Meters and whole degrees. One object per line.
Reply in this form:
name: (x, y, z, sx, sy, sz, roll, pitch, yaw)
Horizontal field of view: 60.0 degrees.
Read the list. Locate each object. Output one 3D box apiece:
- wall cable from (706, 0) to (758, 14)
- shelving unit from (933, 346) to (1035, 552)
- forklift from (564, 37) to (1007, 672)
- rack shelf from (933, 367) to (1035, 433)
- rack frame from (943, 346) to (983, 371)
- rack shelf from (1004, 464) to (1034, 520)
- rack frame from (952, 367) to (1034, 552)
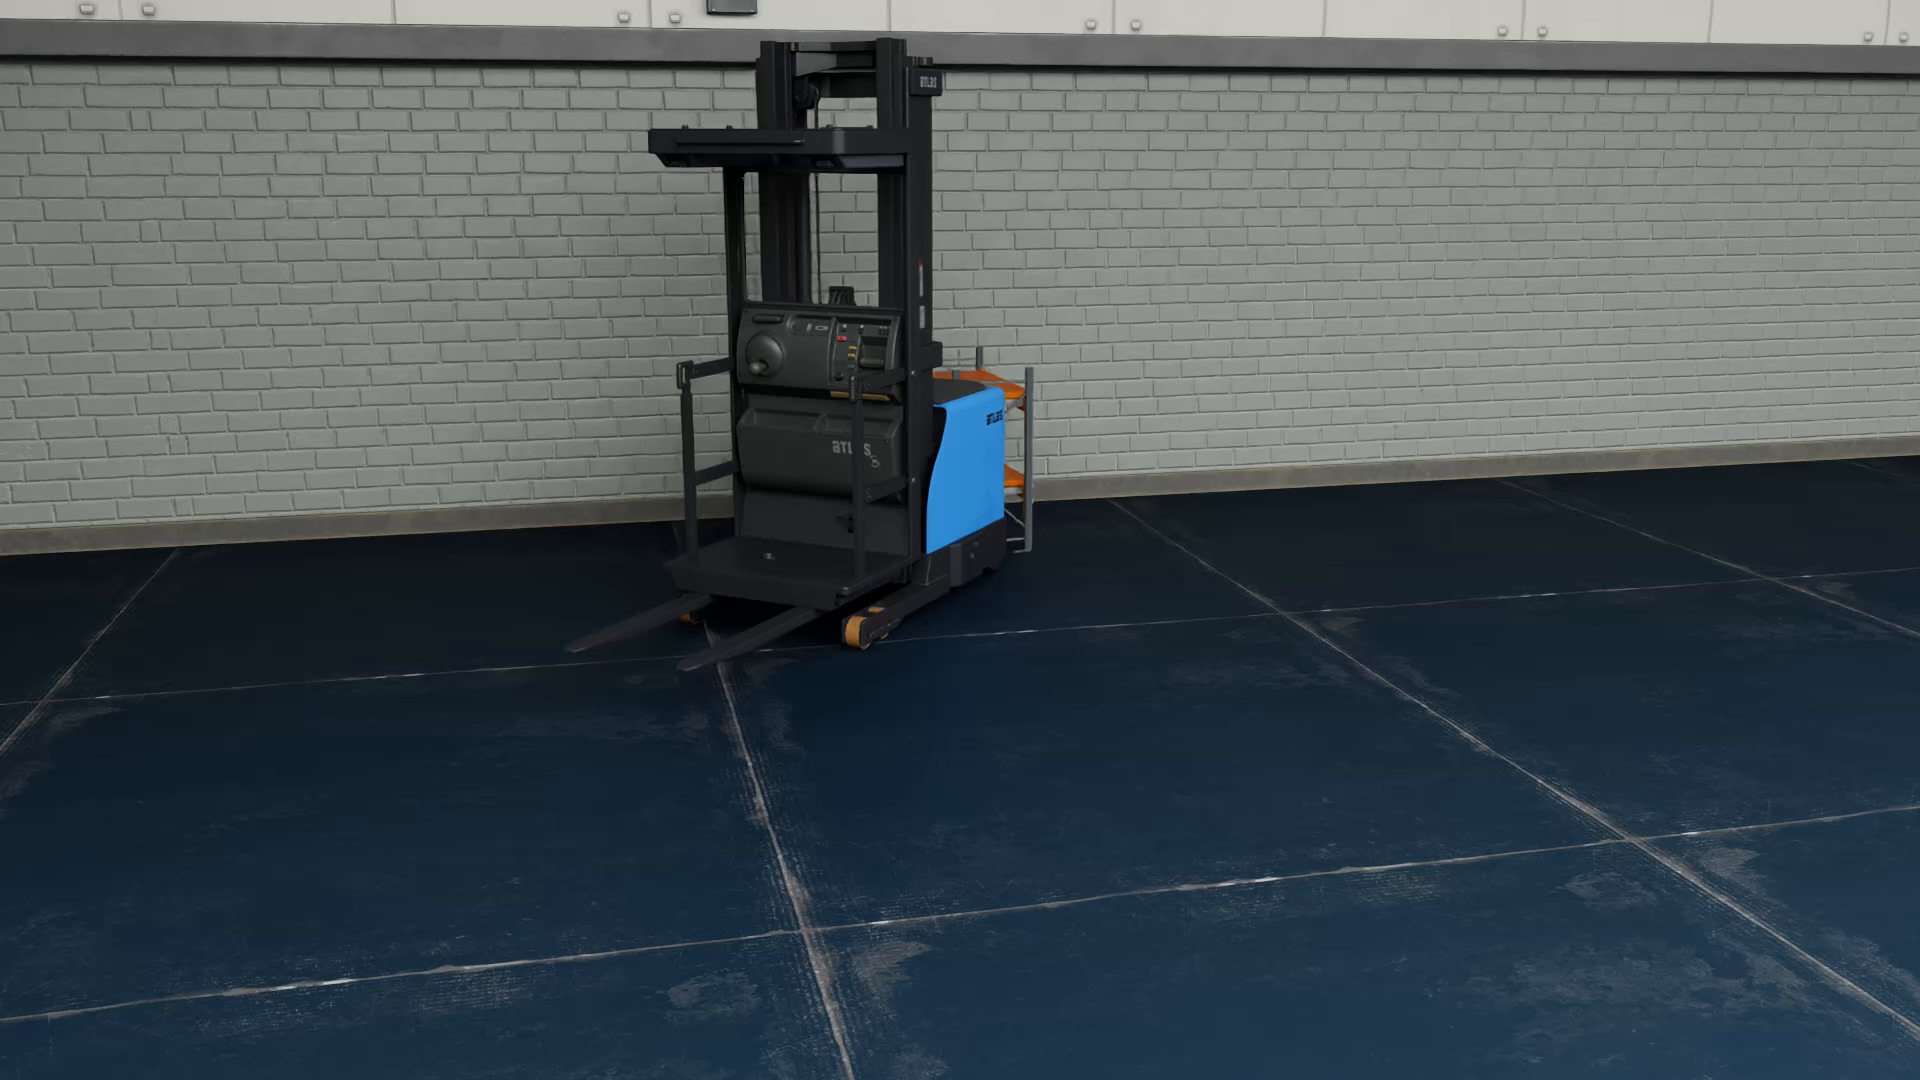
wall cable: (-0.433, -6.226, 9.783, 2.305, 6.003, 0.169, -3, 14, -13)
shelving unit: (0.052, -0.583, 10.444, 0.538, 1.125, 1.048, -4, 14, -16)
forklift: (-0.823, -1.002, 8.353, 1.130, 2.935, 3.031, 7, 15, 25)
rack shelf: (0.052, -0.868, 10.375, 0.538, 0.278, 1.000, -4, 14, -16)
rack frame: (-0.091, -0.699, 10.918, 0.500, 1.125, 0.032, -4, 14, -16)
rack shelf: (0.052, -0.346, 10.502, 0.538, 0.278, 1.000, -4, 14, -16)
rack frame: (0.195, -0.467, 9.970, 0.500, 1.125, 0.032, -4, 14, -16)
